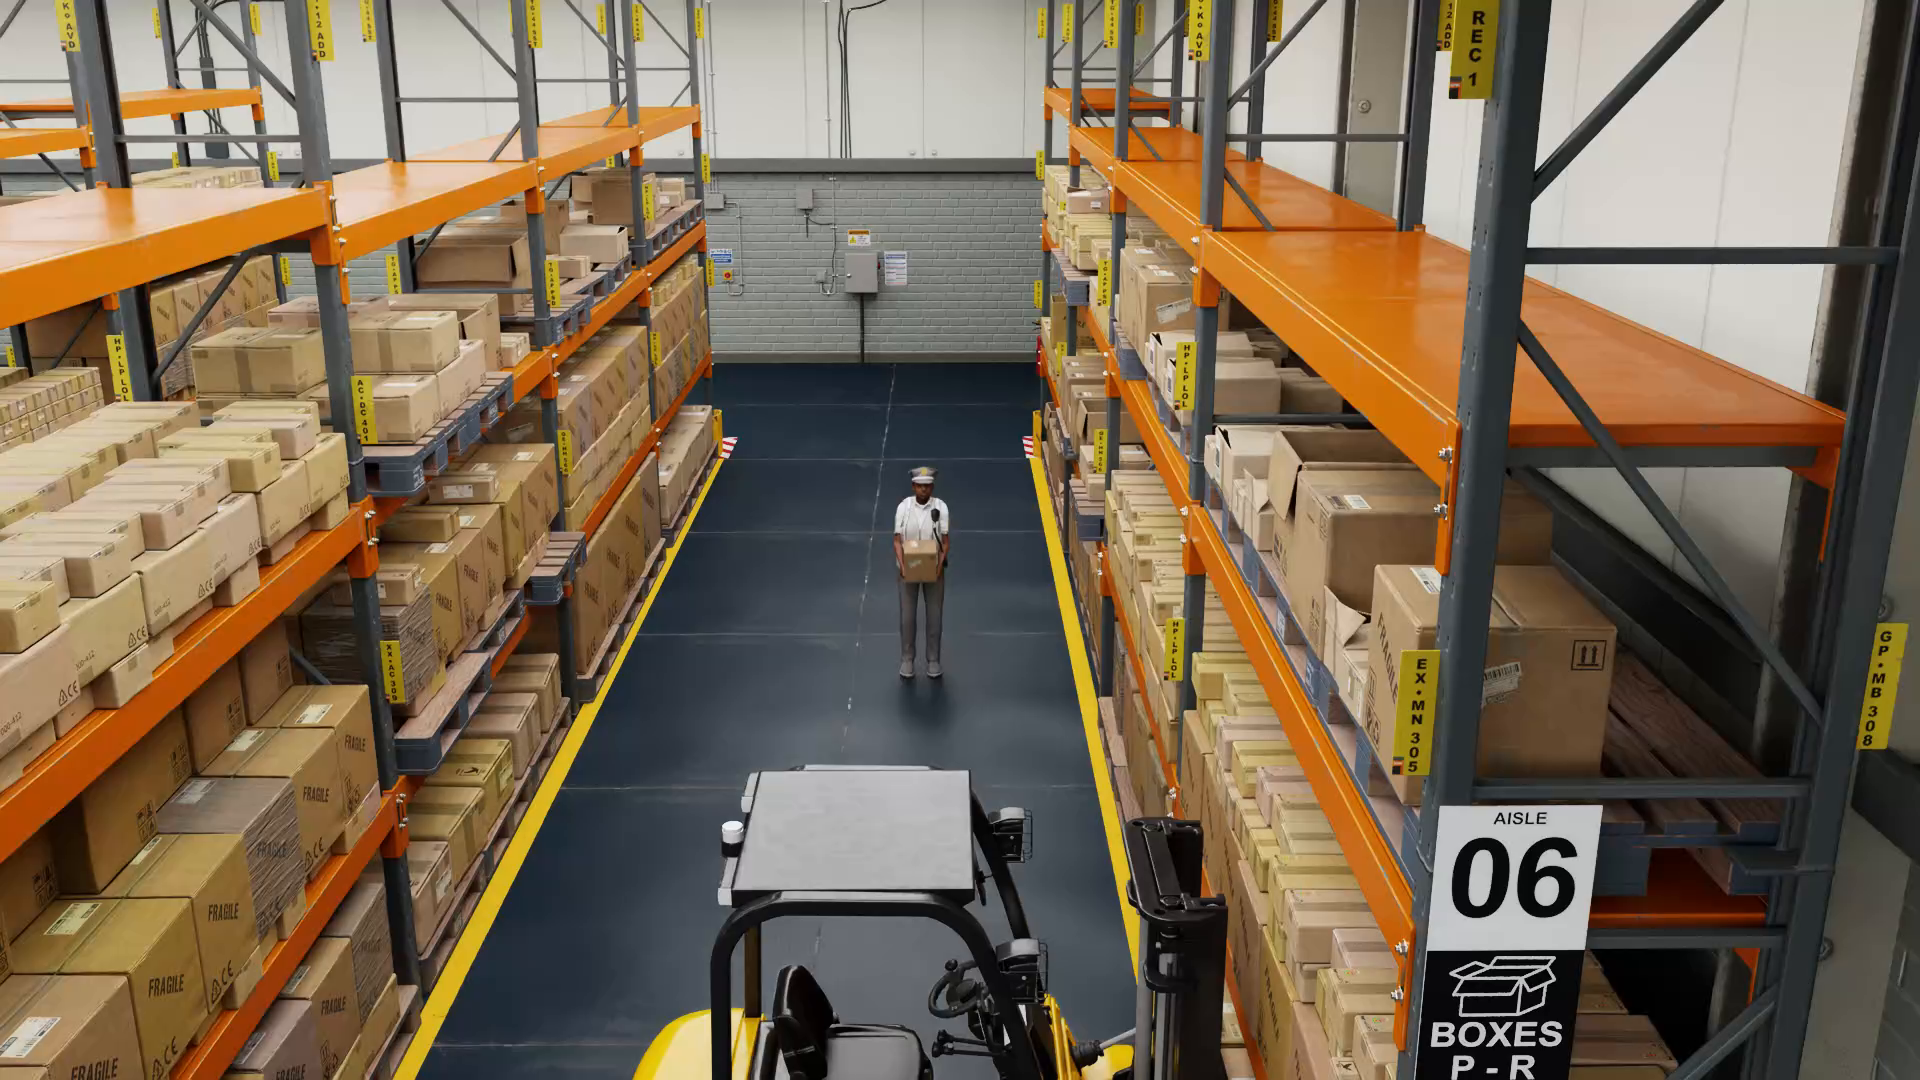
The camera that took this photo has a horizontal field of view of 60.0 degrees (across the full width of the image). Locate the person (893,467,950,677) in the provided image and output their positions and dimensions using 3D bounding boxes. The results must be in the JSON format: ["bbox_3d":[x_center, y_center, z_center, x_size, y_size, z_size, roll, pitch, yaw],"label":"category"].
[{"bbox_3d":[-0.305,0.252,13.205,0.455,1.691,0.525,0,17,-1],"label":"person"}]
